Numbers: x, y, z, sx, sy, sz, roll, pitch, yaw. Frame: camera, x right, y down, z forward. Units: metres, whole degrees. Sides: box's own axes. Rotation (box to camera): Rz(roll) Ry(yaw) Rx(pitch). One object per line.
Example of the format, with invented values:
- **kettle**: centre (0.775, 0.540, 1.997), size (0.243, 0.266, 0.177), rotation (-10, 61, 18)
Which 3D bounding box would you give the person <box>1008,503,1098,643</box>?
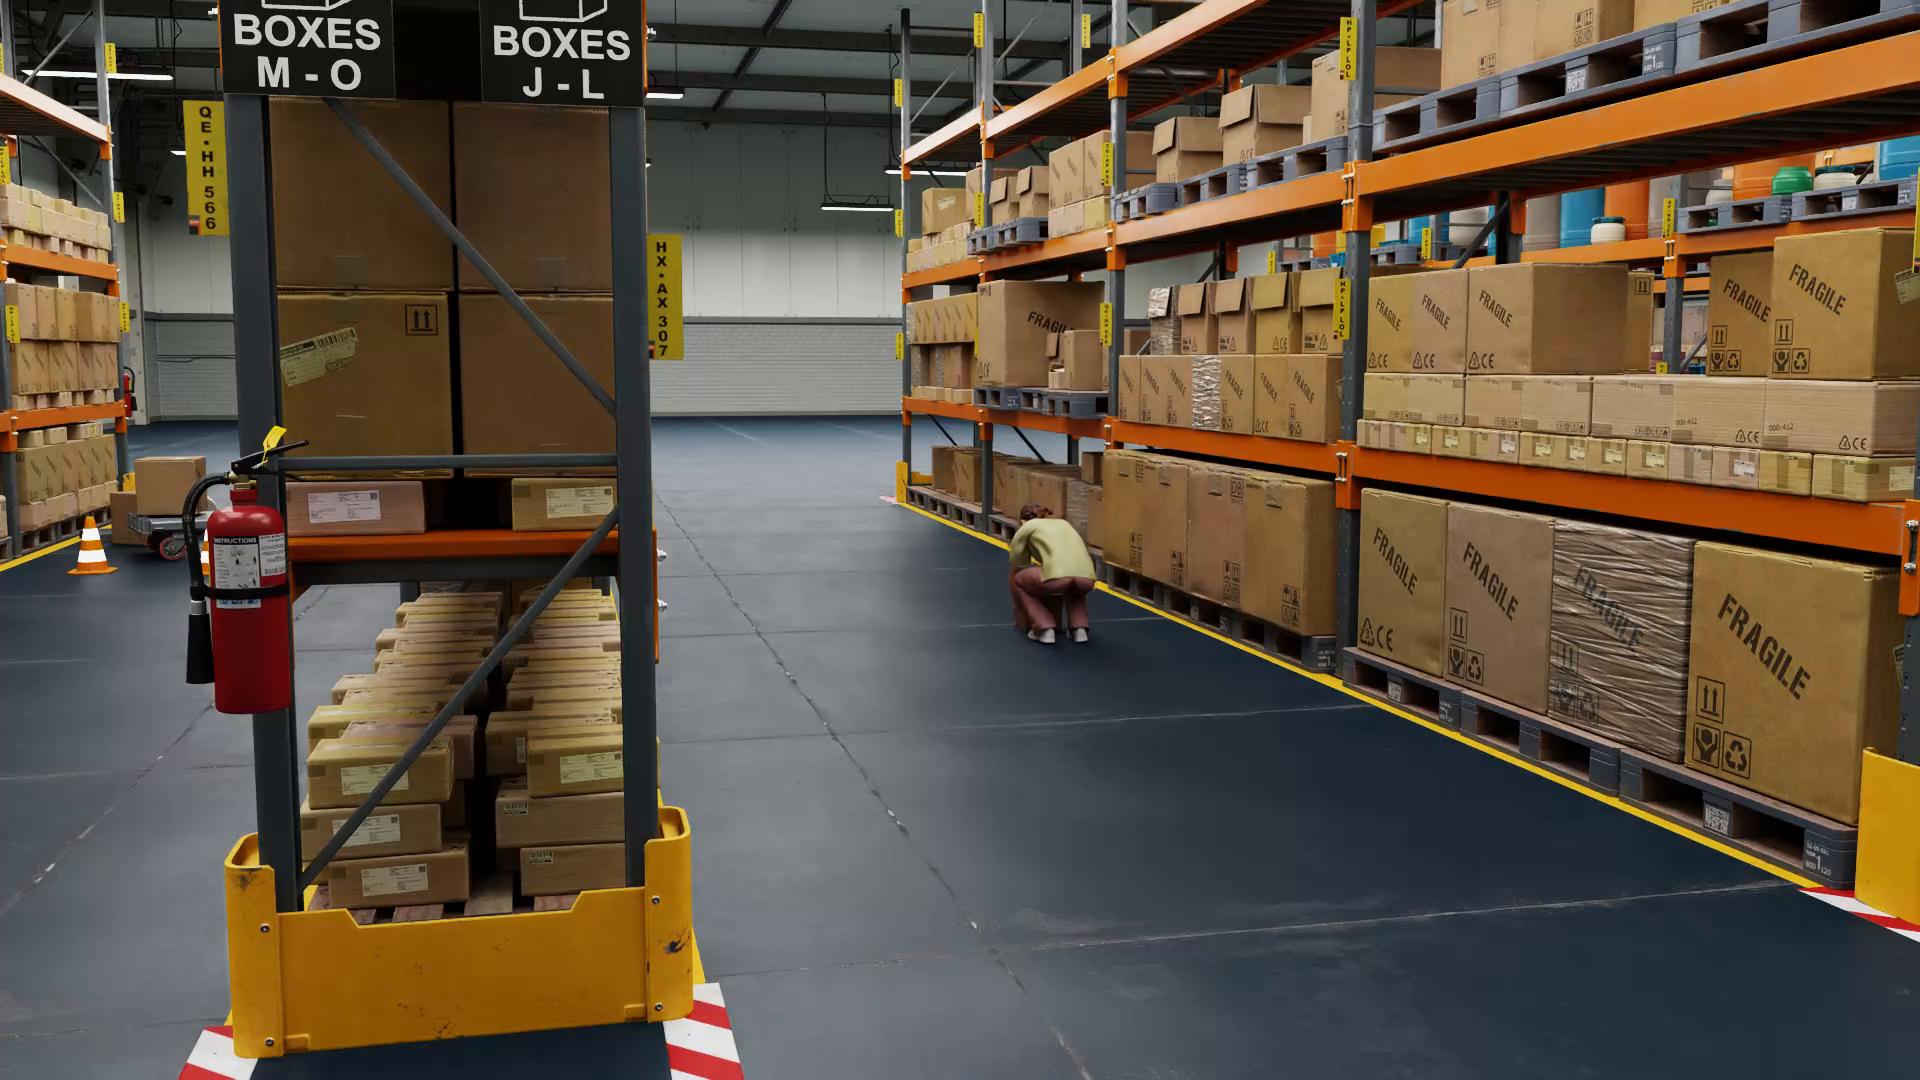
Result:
- **person**: centre (0.583, 0.207, 10.612), size (0.487, 0.844, 0.802), rotation (-2, 6, -14)
